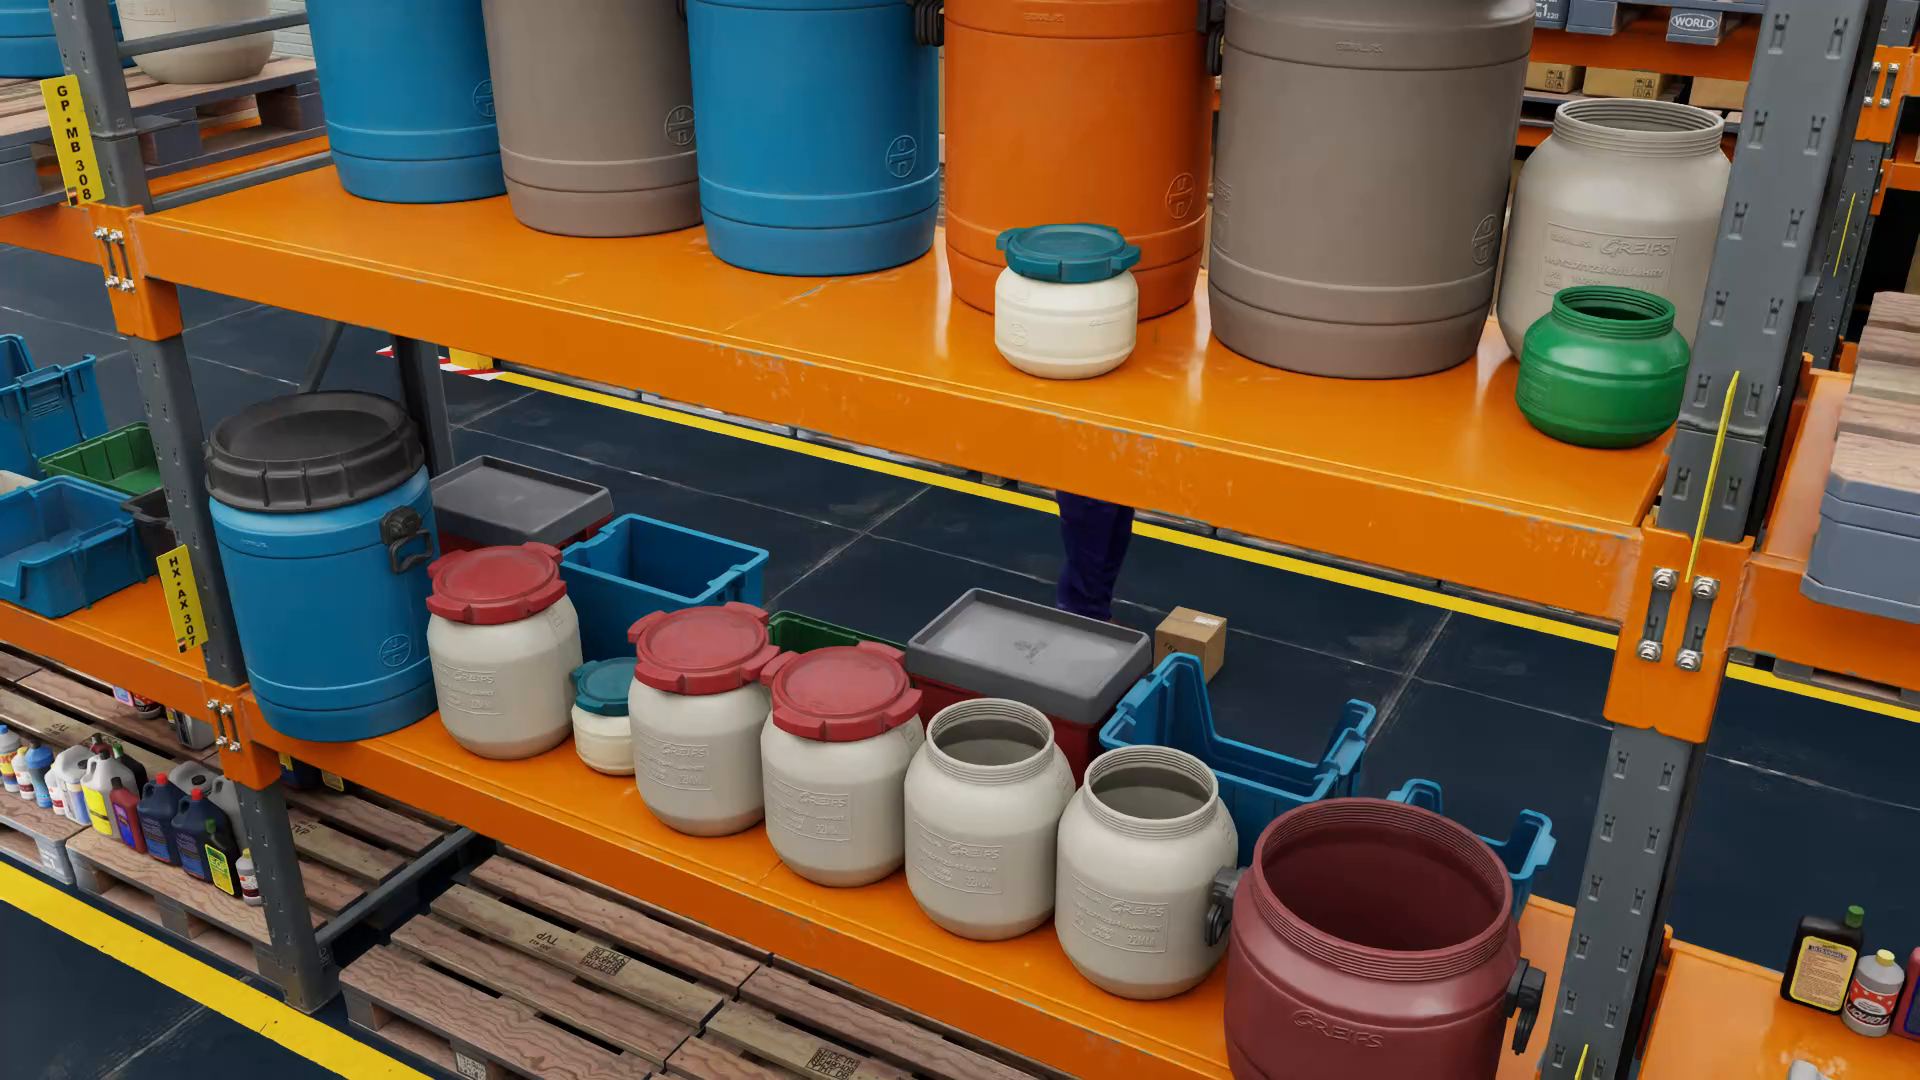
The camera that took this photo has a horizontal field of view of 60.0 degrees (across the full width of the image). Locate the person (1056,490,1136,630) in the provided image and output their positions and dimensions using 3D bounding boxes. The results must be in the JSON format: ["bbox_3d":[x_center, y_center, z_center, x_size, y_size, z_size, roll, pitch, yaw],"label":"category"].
[{"bbox_3d":[0.656,-0.230,7.613,0.345,1.635,0.467,15,30,27],"label":"person"}]
